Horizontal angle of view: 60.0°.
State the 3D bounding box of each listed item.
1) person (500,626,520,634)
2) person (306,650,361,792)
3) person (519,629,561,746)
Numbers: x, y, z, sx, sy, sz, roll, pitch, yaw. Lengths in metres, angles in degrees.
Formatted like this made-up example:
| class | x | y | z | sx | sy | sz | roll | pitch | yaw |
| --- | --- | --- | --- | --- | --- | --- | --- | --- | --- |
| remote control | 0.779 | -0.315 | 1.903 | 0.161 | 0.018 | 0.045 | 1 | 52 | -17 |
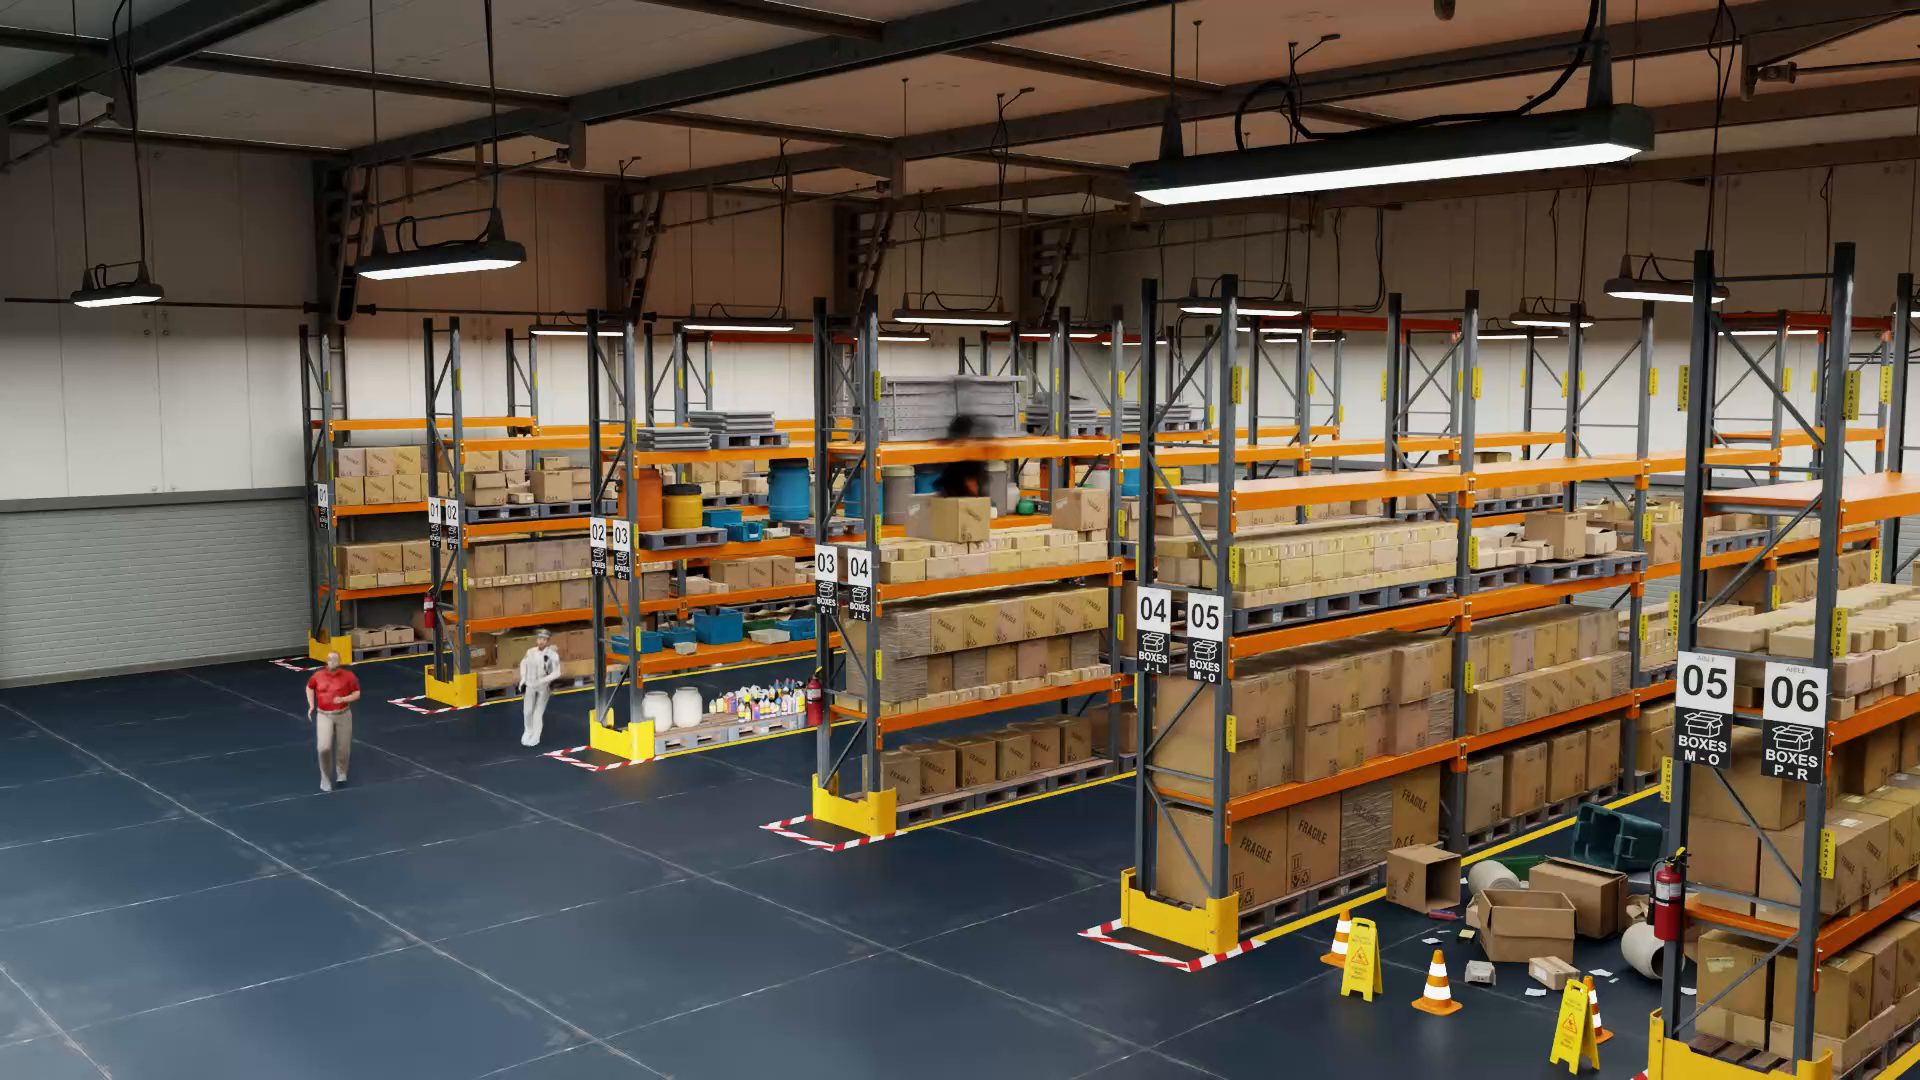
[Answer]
| class | x | y | z | sx | sy | sz | roll | pitch | yaw |
| --- | --- | --- | --- | --- | --- | --- | --- | --- | --- |
| person | -7.781 | 1.492 | 28.734 | 0.532 | 1.550 | 0.559 | 5 | 8 | 40 |
| person | -7.749 | 2.246 | 20.587 | 0.639 | 1.760 | 0.719 | -2 | 6 | -19 |
| person | -5.784 | 2.036 | 22.835 | 0.604 | 1.644 | 0.559 | 0 | 6 | -1 |
